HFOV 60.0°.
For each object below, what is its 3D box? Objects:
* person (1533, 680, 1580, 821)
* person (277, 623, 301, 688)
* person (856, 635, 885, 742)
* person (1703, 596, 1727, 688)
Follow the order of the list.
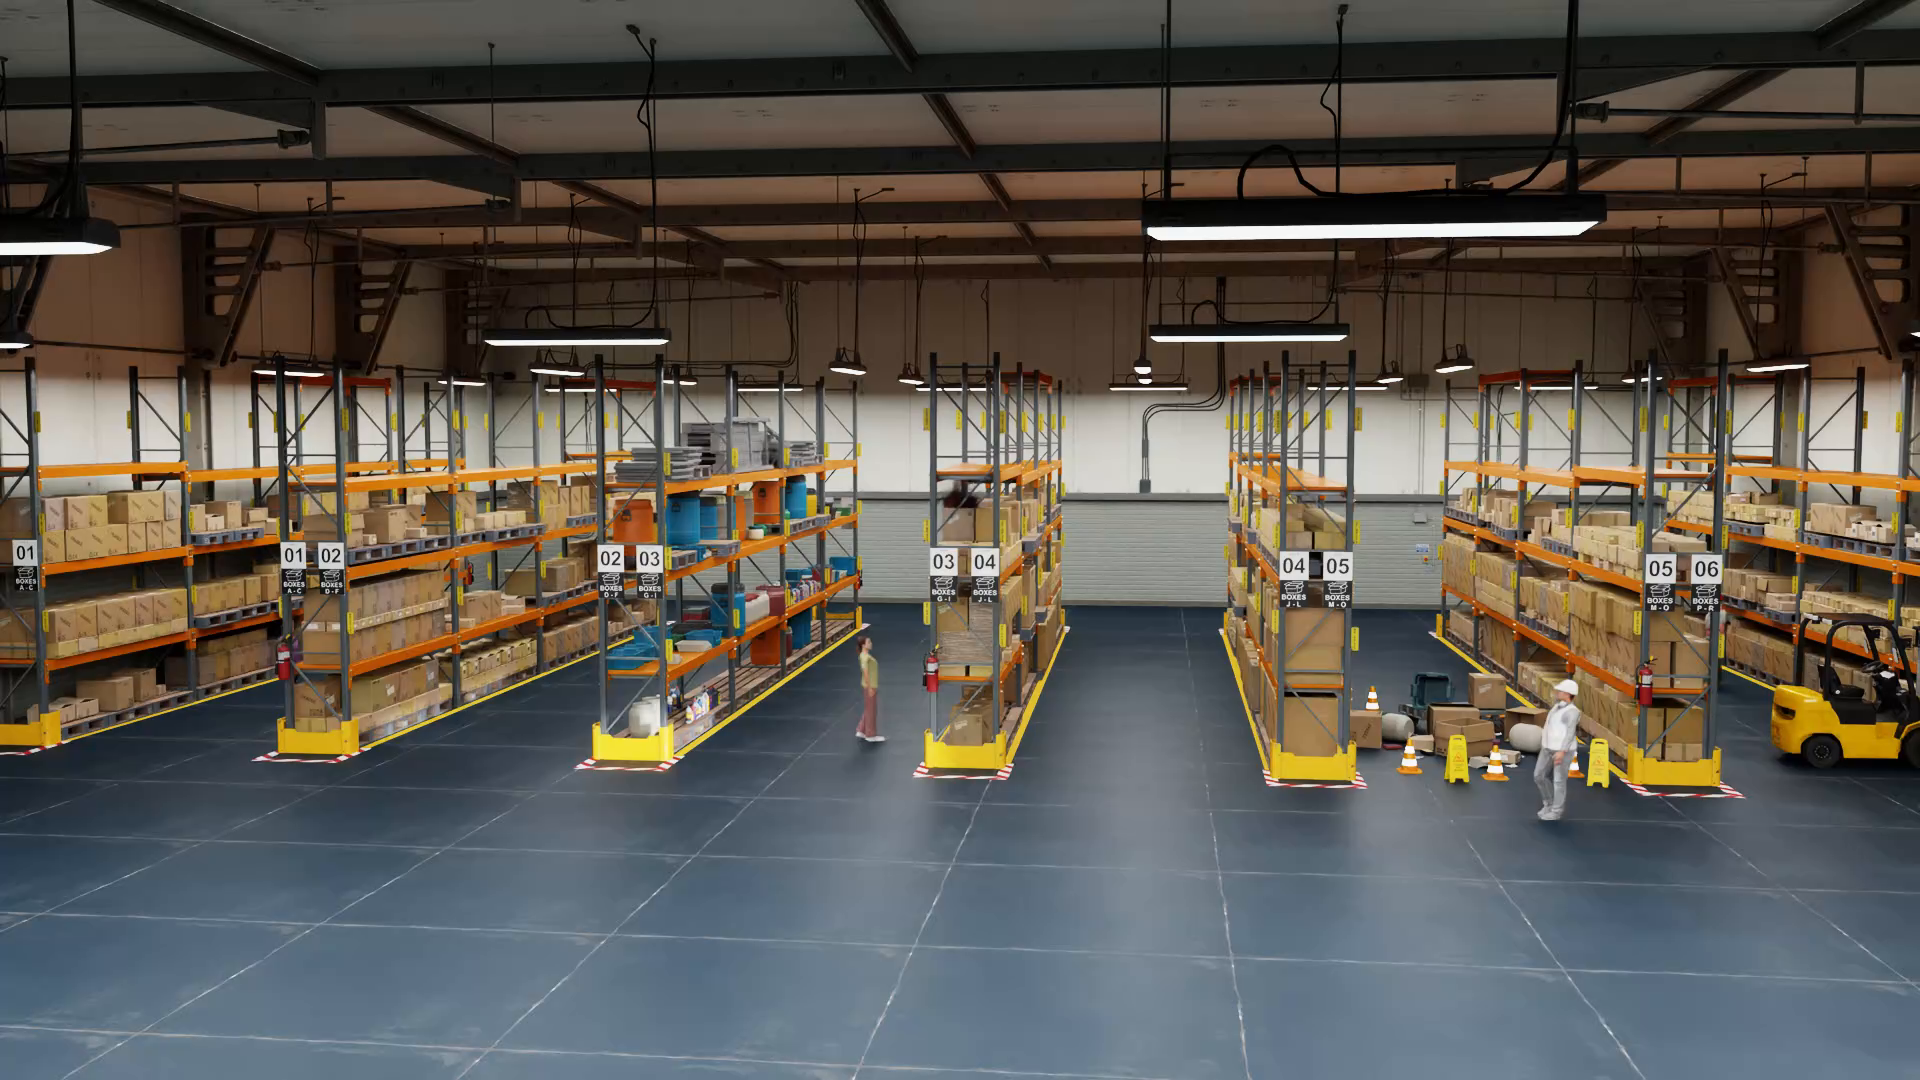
[{"bbox_3d":[7.534,2.661,20.986,0.519,1.805,0.568,-2,4,-23],"label":"person"},{"bbox_3d":[-11.568,2.184,28.754,0.391,1.555,0.823,0,4,0],"label":"person"},{"bbox_3d":[-1.405,2.326,26.080,0.452,1.663,0.482,-1,4,-11],"label":"person"},{"bbox_3d":[14.266,1.889,31.485,0.432,1.794,0.607,1,4,18],"label":"person"}]
